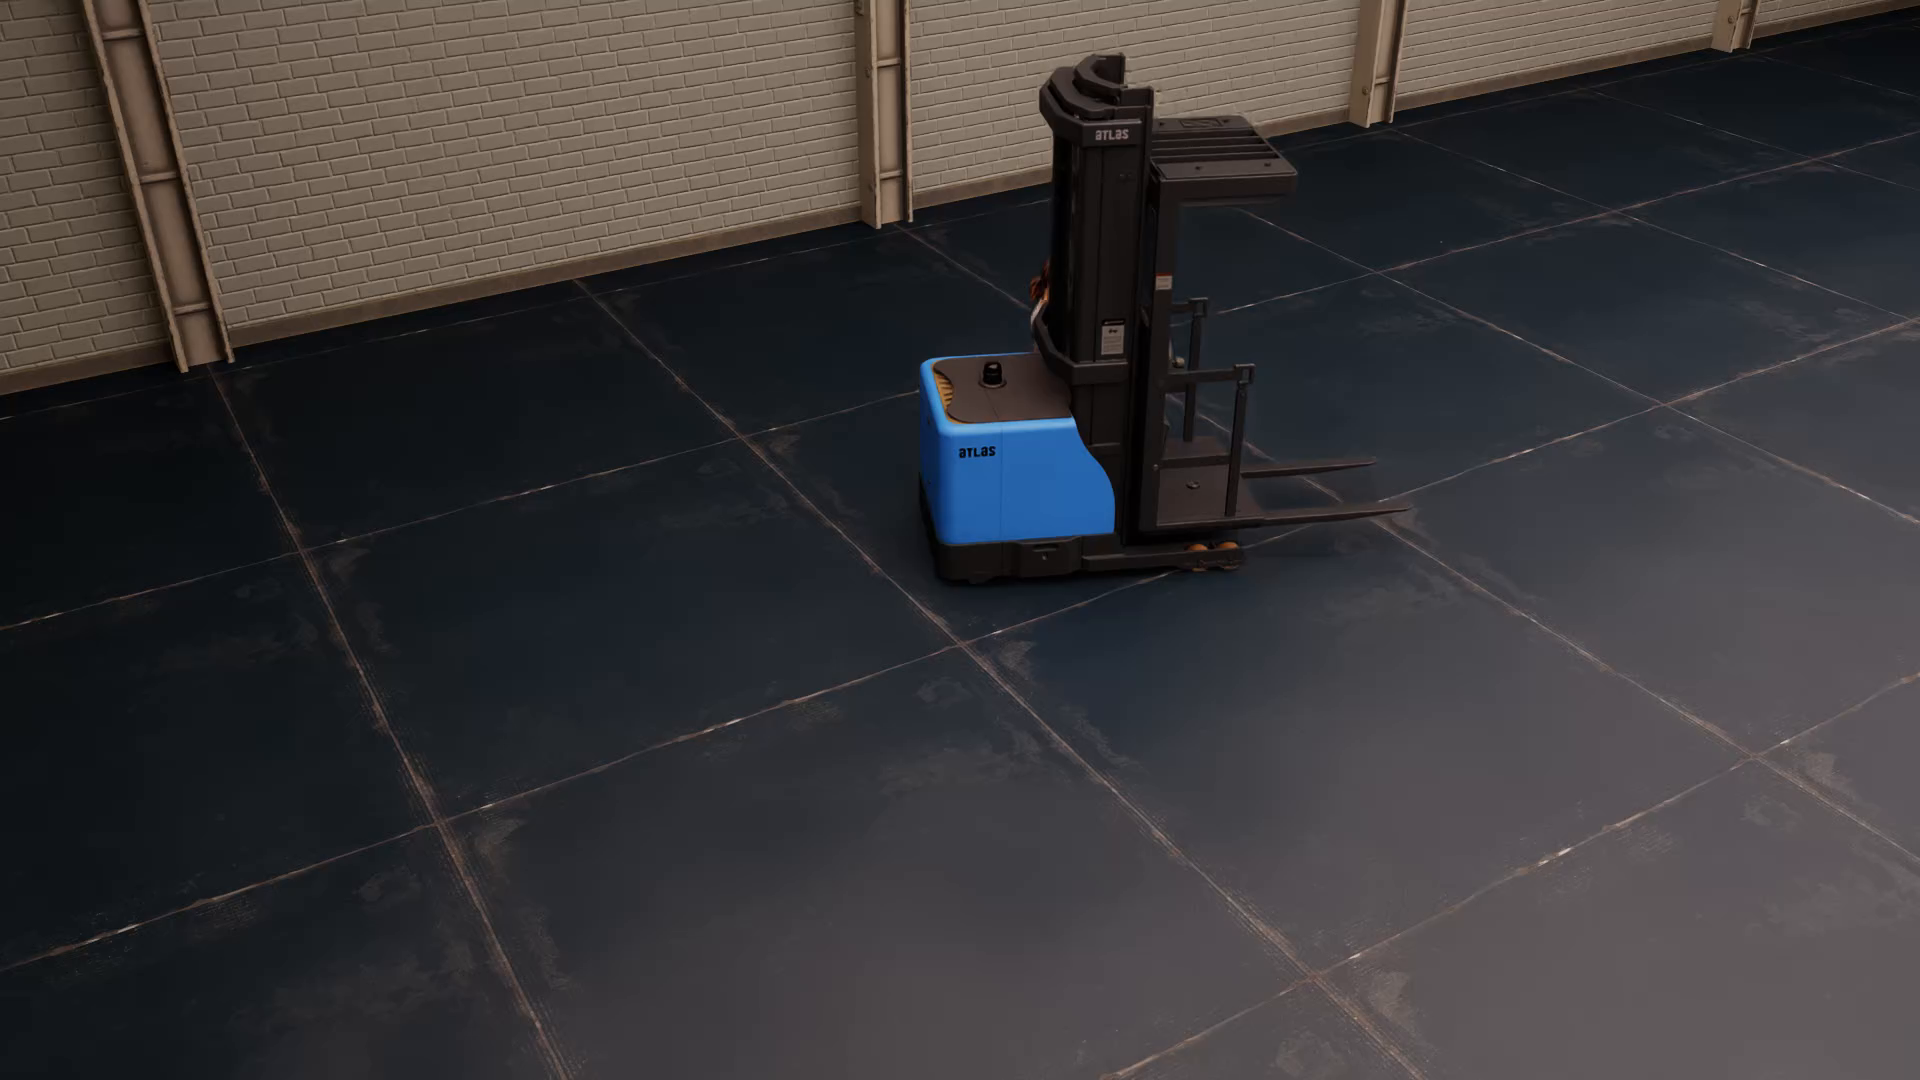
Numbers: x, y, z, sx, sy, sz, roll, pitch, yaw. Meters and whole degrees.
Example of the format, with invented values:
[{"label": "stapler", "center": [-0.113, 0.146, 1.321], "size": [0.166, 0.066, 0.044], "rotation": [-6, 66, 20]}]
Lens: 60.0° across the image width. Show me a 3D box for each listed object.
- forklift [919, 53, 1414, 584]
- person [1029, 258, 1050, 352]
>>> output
[{"label": "forklift", "center": [1.297, -1.327, 9.864], "size": [3.031, 2.935, 1.130], "rotation": [-4, 31, -7]}, {"label": "person", "center": [0.744, -1.009, 10.599], "size": [0.709, 1.583, 0.695], "rotation": [14, 34, 22]}]
